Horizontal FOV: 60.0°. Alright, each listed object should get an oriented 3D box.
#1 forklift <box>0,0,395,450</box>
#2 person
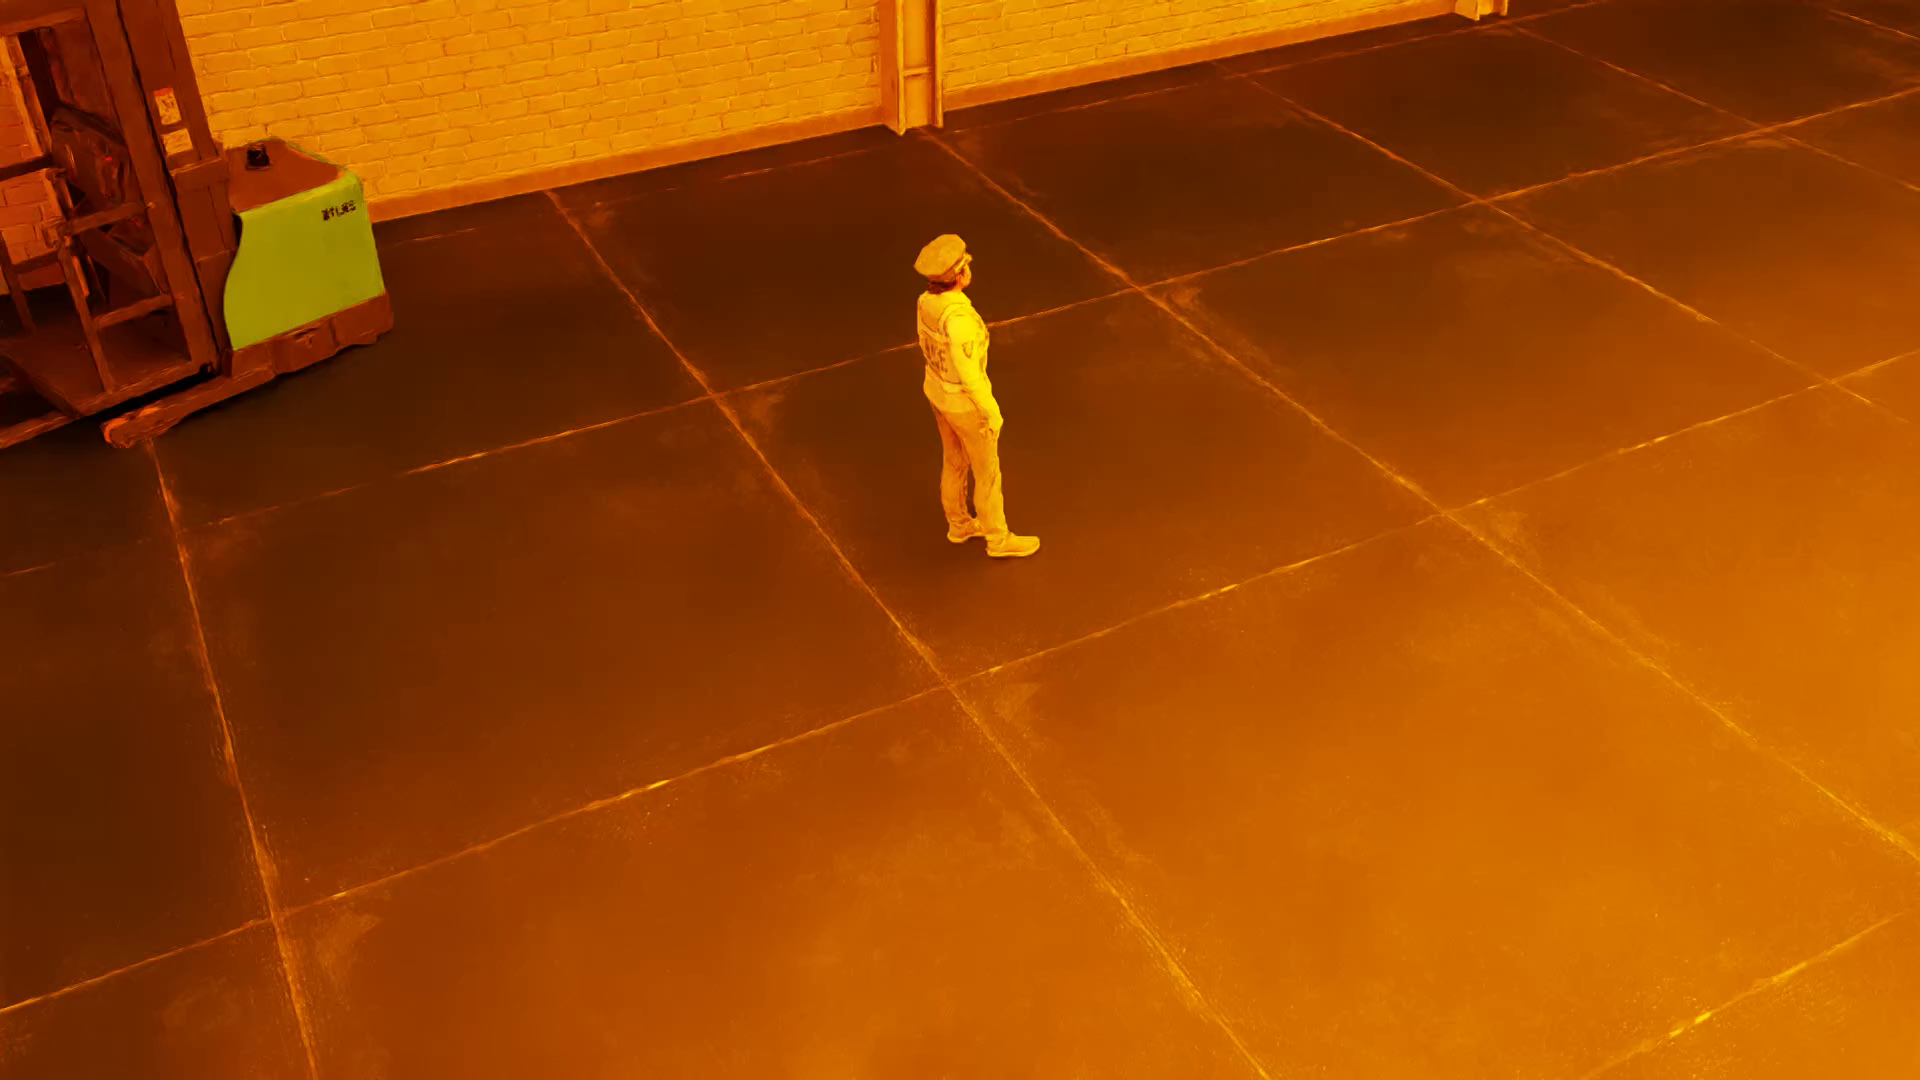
[{"bbox_3d":[-4.910,-2.044,9.015,1.130,2.935,3.031,27,44,33],"label":"forklift"},{"bbox_3d":[0.063,-0.713,8.190,0.533,1.695,0.586,-17,39,-23],"label":"person"}]
